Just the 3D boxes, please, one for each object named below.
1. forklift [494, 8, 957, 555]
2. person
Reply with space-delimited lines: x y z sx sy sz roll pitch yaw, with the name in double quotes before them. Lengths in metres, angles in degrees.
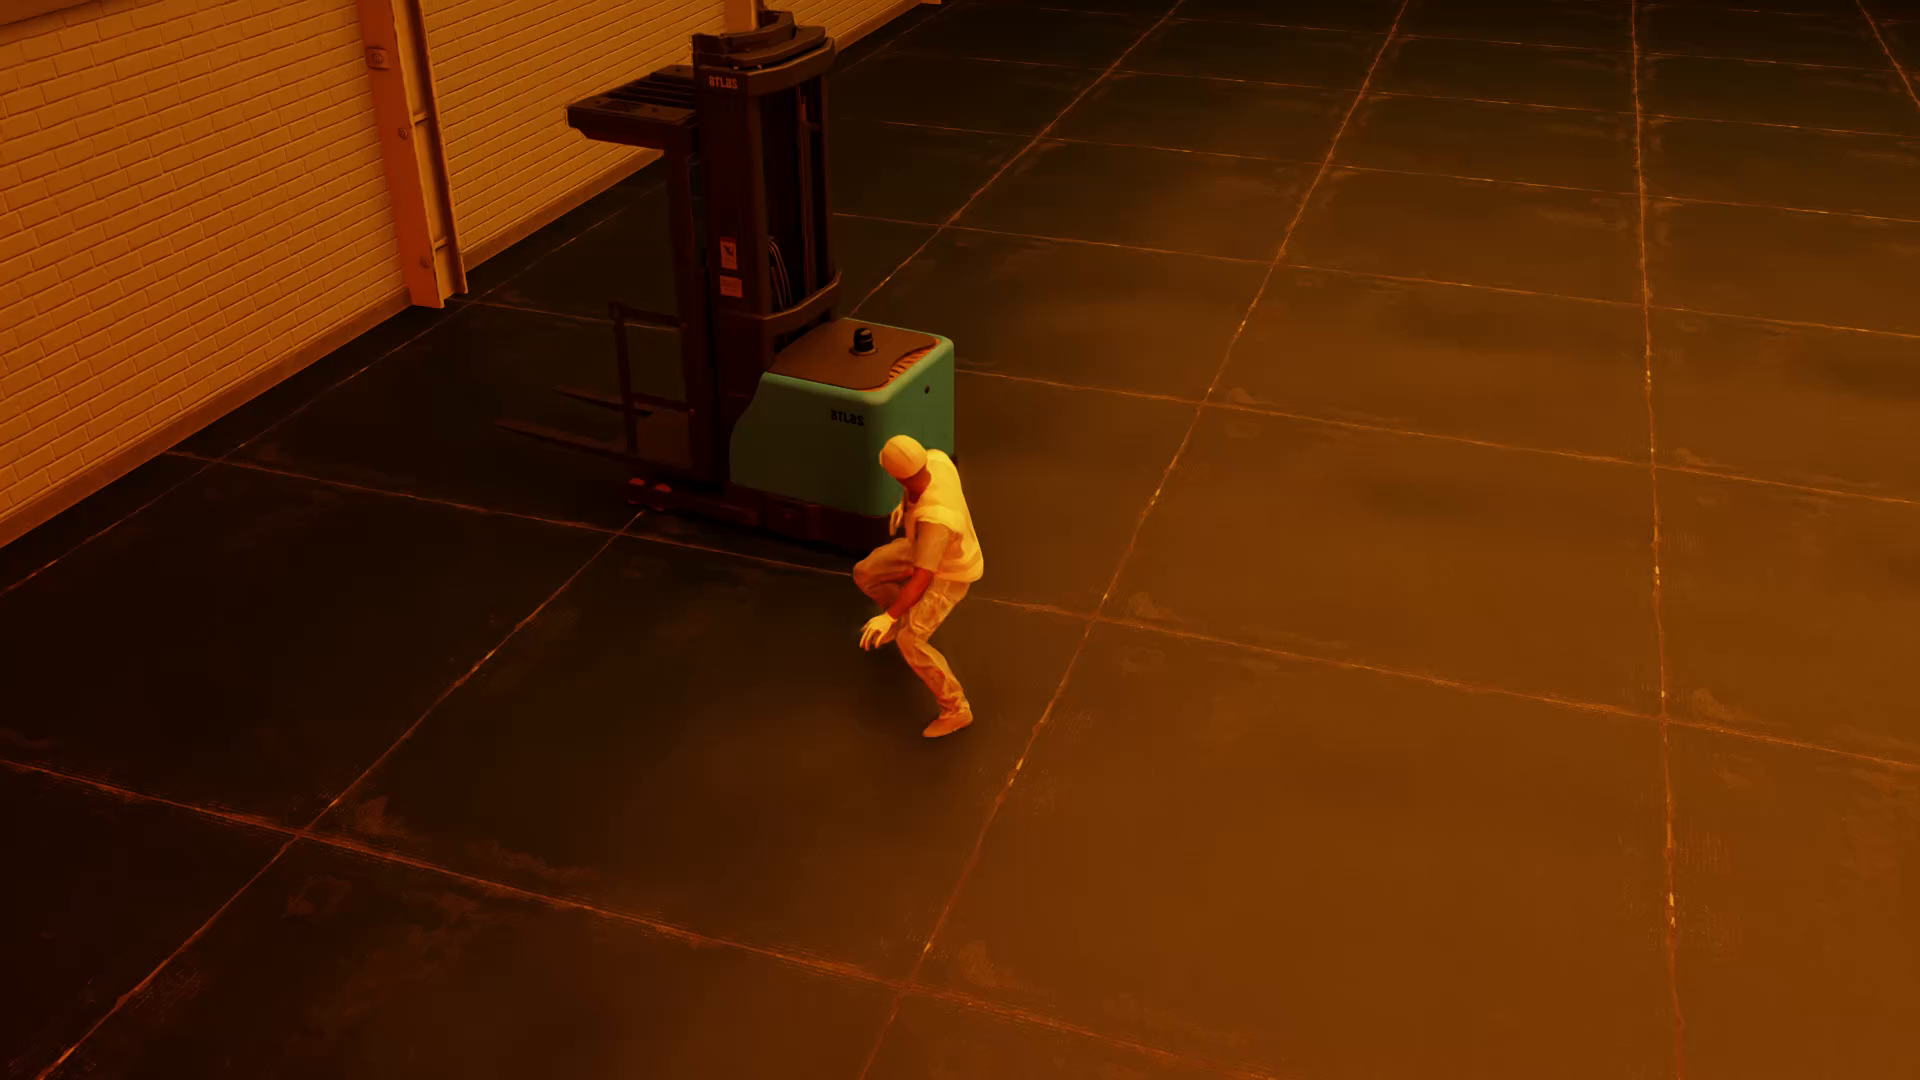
"forklift" -1.576 -1.675 10.075 3.031 2.935 1.130 13 32 22
"person" -0.229 0.152 8.364 0.731 1.545 0.894 -8 31 -13
